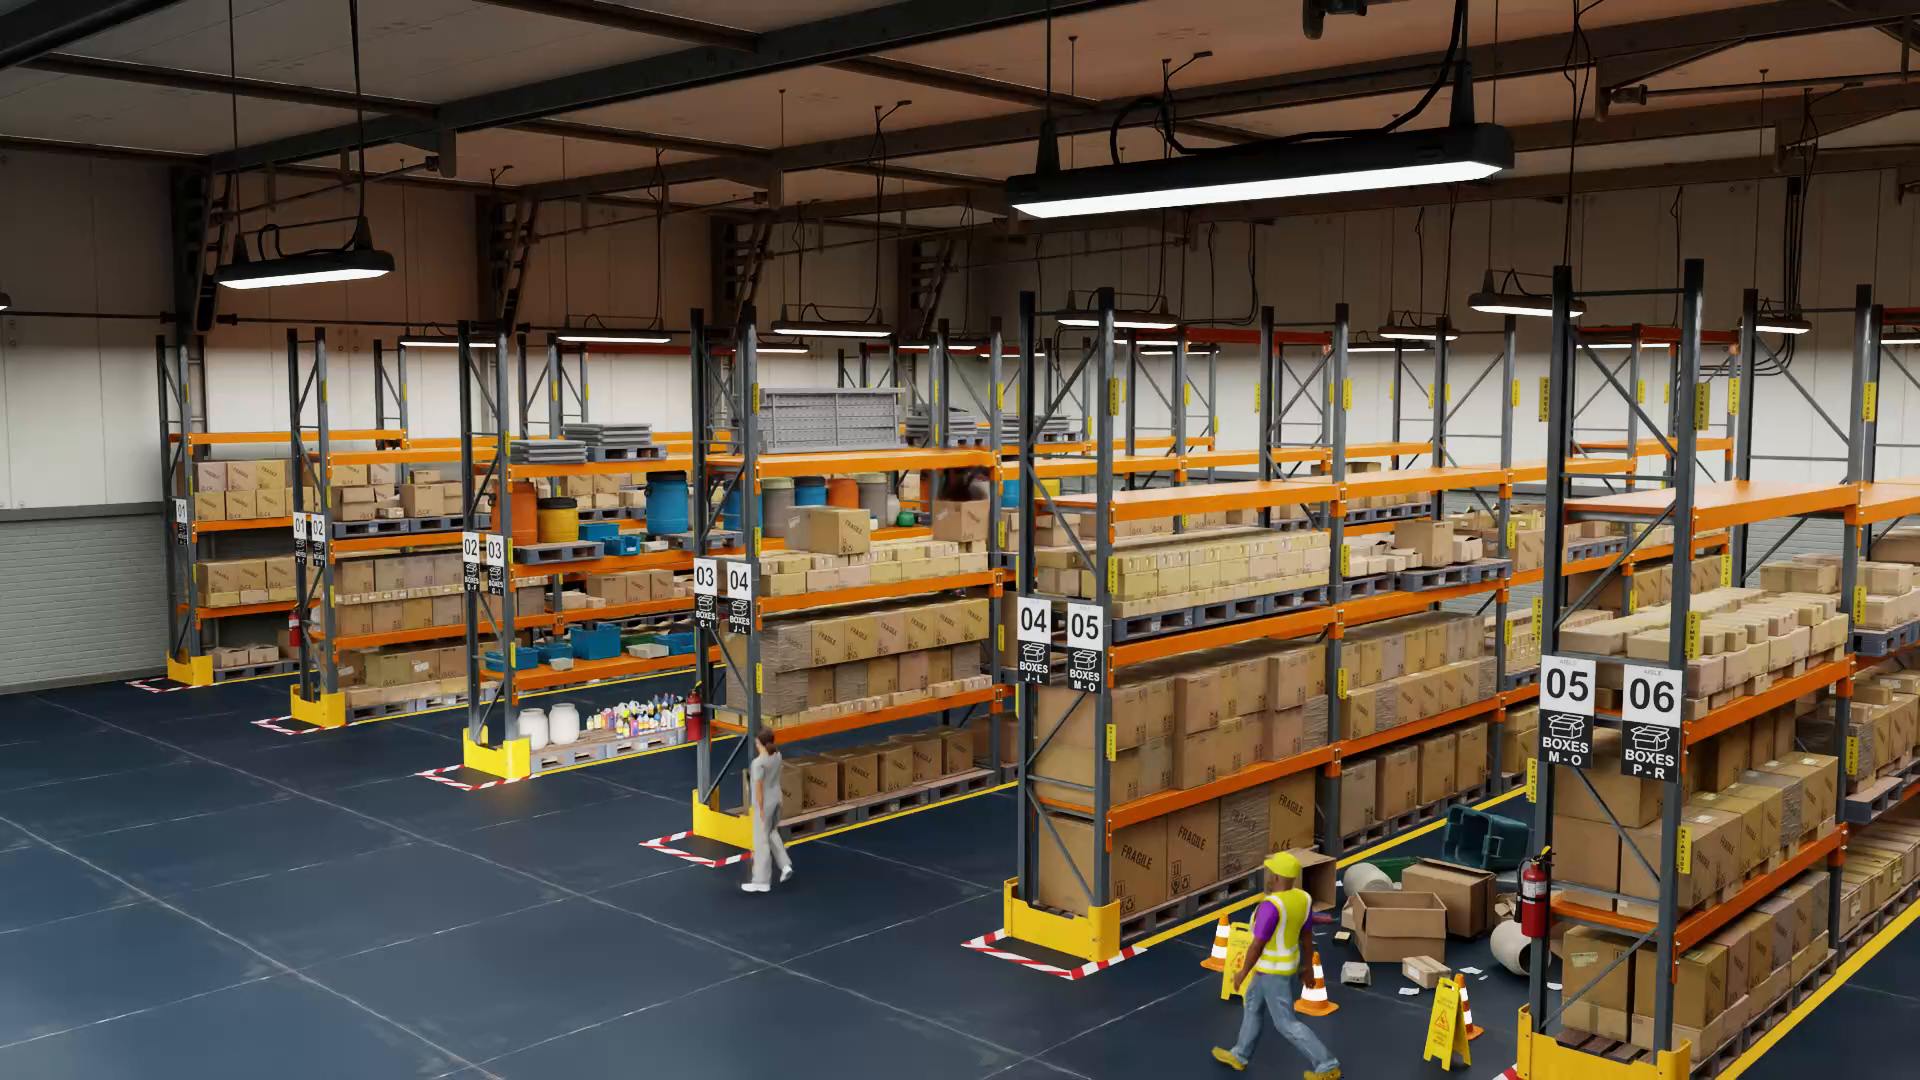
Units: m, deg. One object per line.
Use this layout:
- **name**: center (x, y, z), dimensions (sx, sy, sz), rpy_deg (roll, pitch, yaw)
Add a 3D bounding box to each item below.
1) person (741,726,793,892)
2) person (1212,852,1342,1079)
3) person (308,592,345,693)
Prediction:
- **person**: center (-1.951, 2.724, 16.995), dimensions (0.401, 1.681, 0.536), rpy_deg (3, 6, 27)
- **person**: center (2.326, 3.157, 12.269), dimensions (1.029, 1.735, 0.526), rpy_deg (2, 6, 22)
- **person**: center (-10.637, 1.685, 27.917), dimensions (0.519, 1.731, 1.014), rpy_deg (2, 6, 20)
